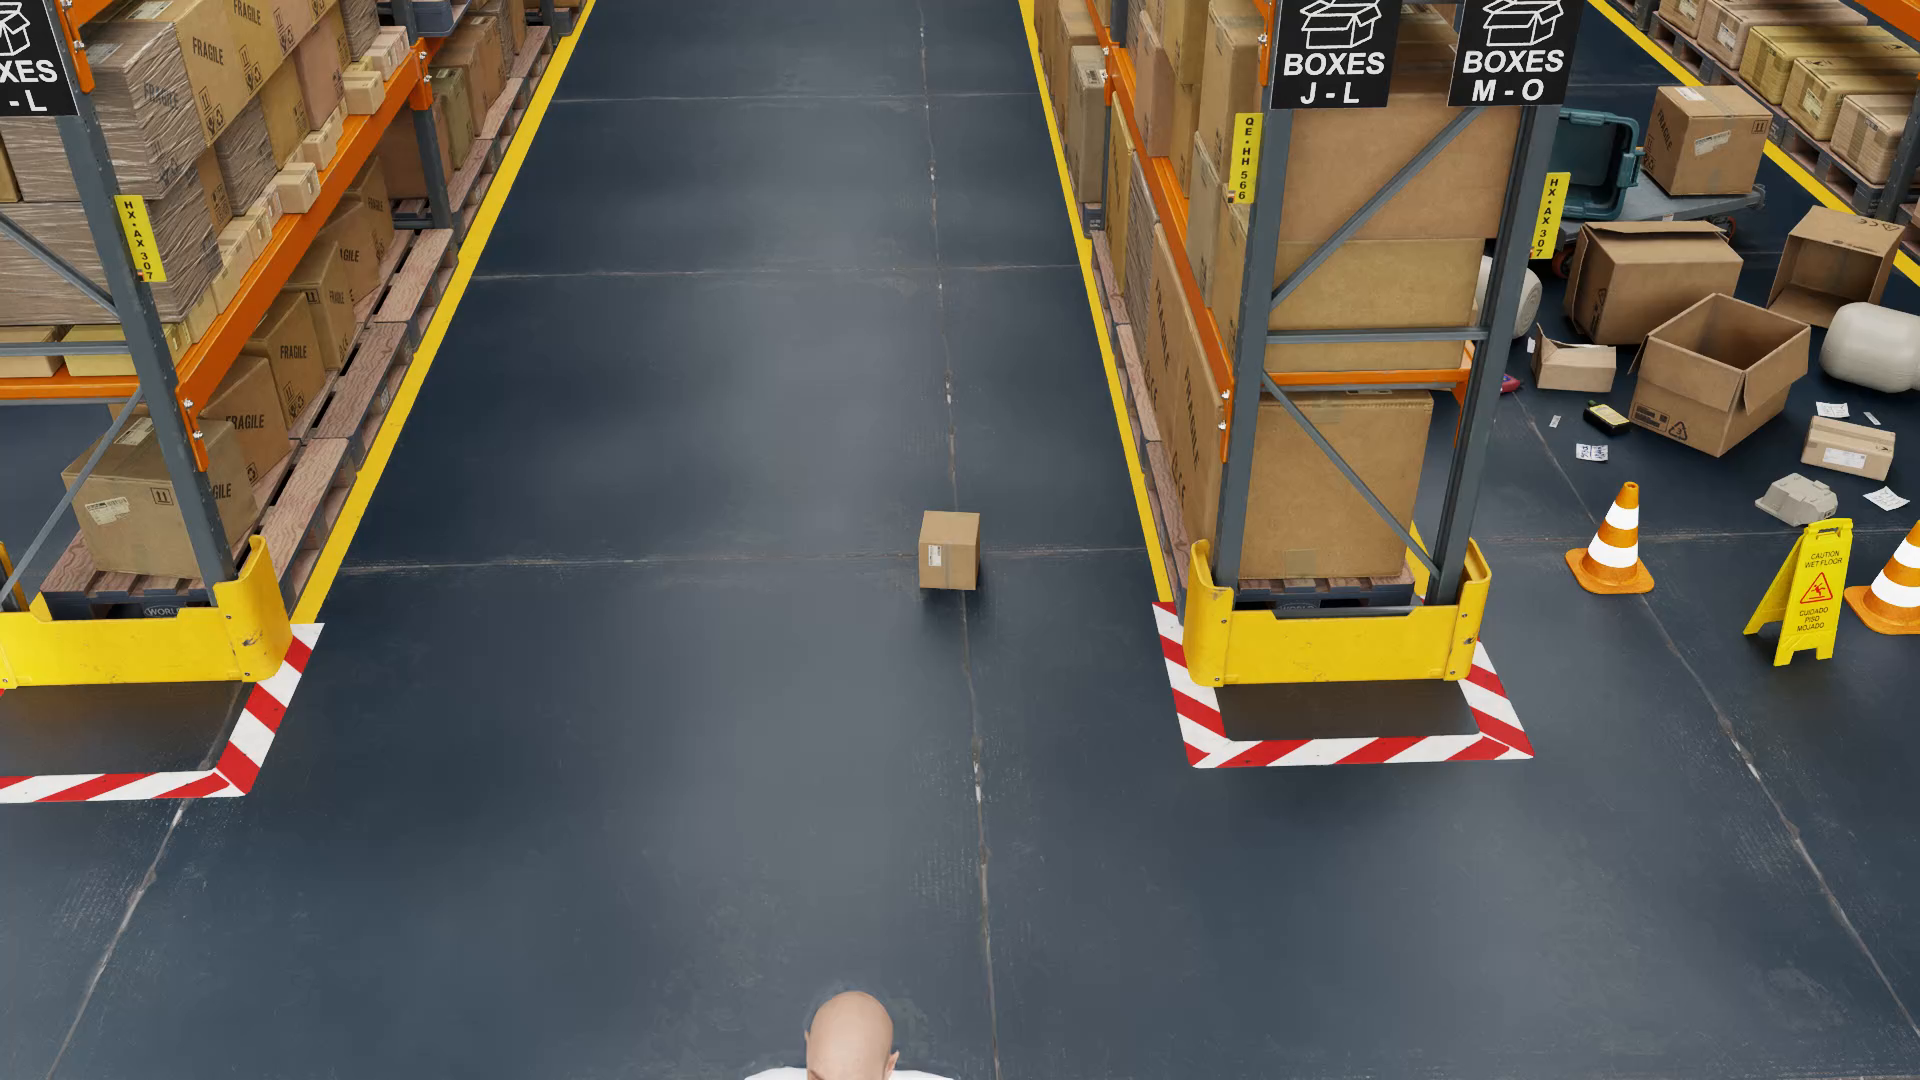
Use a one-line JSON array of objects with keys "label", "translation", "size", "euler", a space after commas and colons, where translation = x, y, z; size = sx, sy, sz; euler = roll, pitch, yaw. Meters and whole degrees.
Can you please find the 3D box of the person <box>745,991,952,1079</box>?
[{"label": "person", "translation": [-0.255, 1.708, 3.676], "size": [0.622, 1.723, 1.071], "euler": [4, 35, 6]}]
